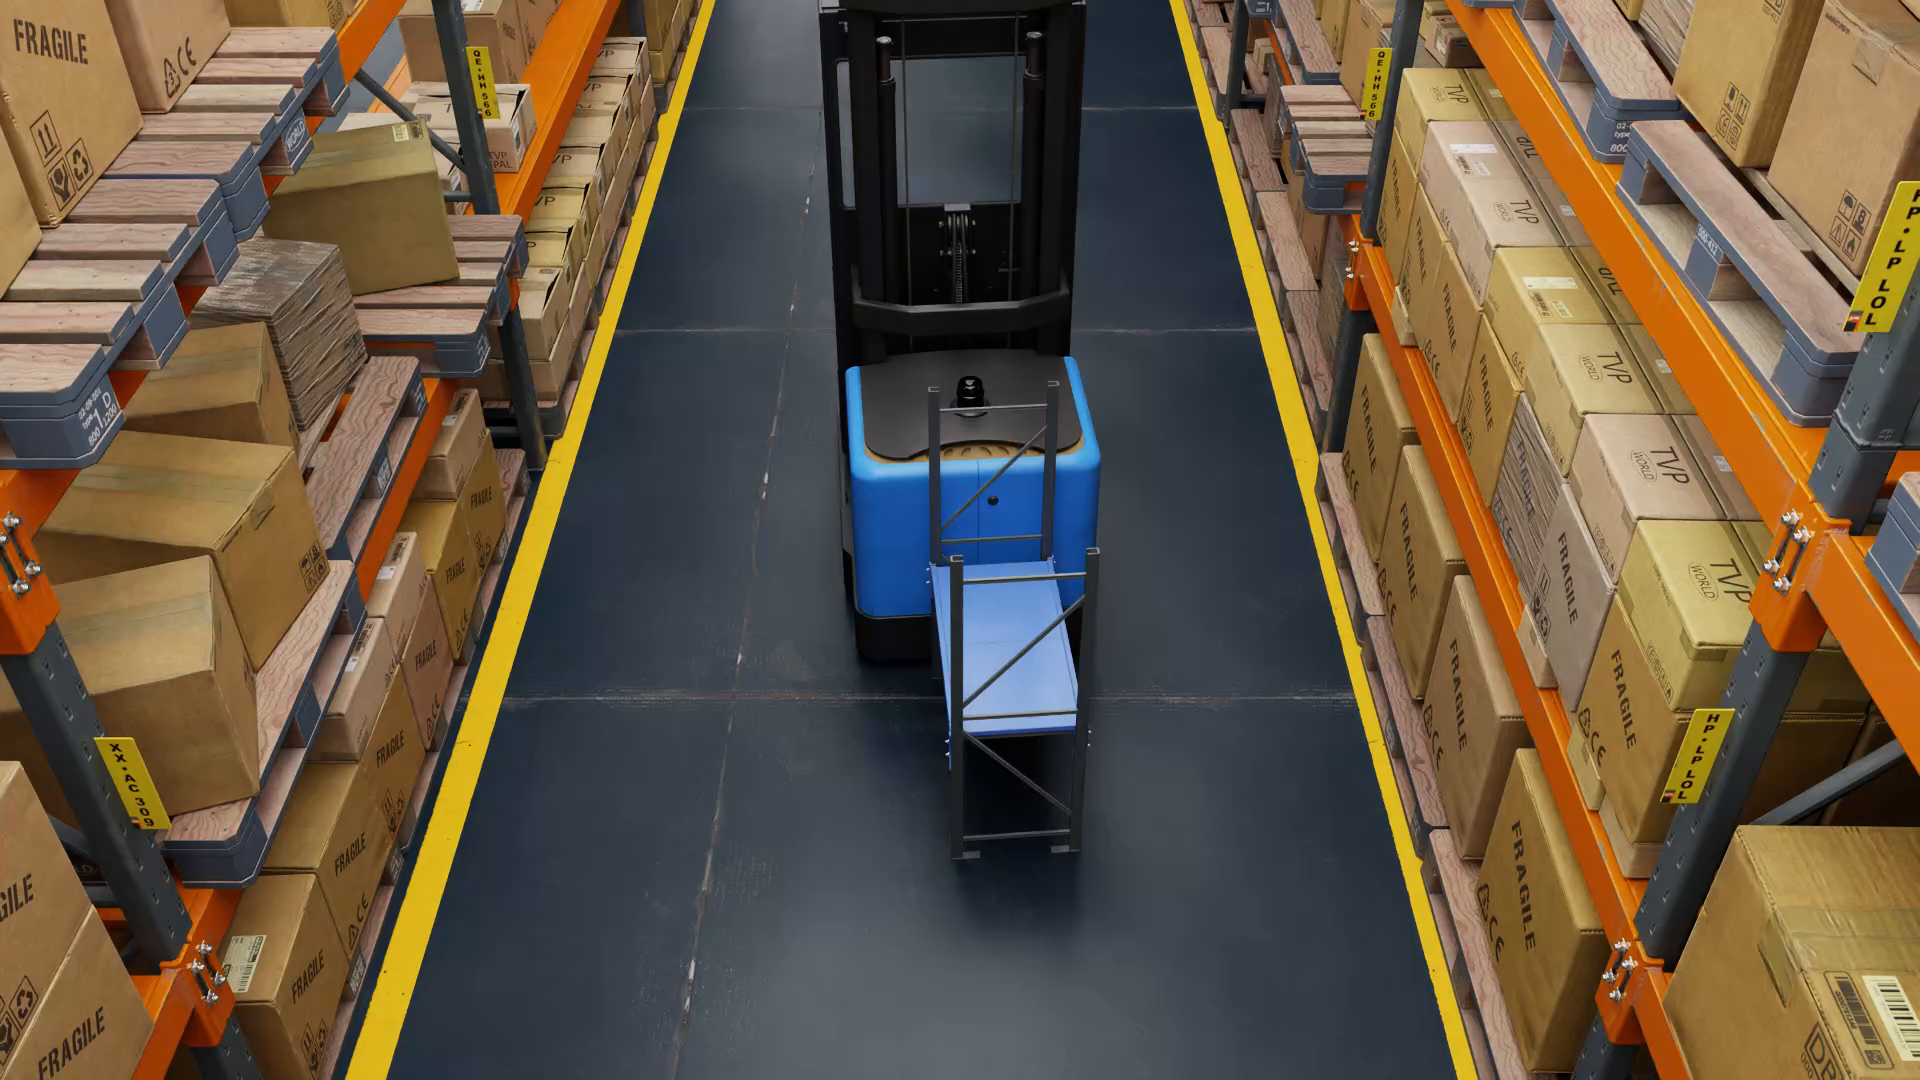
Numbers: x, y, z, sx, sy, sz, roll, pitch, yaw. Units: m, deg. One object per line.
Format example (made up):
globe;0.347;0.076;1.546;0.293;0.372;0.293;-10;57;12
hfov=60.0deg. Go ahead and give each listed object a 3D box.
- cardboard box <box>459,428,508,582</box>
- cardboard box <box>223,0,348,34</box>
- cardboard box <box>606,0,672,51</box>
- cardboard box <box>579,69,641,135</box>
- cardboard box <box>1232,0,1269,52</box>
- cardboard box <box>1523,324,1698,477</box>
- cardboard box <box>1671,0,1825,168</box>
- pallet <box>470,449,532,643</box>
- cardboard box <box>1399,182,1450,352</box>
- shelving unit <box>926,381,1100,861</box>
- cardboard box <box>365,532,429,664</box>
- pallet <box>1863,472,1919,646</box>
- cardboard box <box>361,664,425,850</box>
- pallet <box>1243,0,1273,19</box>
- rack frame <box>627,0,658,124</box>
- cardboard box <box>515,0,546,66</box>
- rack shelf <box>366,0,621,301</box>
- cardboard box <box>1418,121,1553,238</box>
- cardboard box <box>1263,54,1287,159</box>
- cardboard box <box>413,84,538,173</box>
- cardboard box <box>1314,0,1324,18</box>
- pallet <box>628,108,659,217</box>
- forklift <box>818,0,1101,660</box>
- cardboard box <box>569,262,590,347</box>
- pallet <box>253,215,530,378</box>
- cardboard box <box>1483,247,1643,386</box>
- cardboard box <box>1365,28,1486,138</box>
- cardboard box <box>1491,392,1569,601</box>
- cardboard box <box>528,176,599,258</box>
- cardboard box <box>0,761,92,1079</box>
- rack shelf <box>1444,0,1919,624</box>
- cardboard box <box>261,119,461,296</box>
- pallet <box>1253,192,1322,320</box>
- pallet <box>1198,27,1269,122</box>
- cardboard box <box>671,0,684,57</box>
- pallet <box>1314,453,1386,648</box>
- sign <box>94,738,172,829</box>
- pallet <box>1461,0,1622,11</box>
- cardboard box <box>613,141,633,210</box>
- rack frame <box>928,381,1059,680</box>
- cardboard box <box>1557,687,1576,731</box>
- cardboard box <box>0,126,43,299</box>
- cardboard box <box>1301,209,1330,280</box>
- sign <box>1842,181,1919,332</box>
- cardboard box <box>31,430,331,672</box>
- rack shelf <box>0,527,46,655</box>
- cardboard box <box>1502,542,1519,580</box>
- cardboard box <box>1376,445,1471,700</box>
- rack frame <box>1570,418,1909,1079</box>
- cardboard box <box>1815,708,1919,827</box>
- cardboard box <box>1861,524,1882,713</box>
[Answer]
cardboard box;-2.373;-0.161;7.445;0.500;0.500;0.500;1;39;2
cardboard box;-2.574;-1.842;5.417;0.910;0.500;0.500;0;39;0
cardboard box;-2.301;-3.724;11.508;0.500;0.500;0.500;0;39;0
cardboard box;-2.320;-2.782;10.483;0.500;0.311;0.500;1;39;1
cardboard box;2.299;-3.902;12.113;0.500;0.500;0.500;-3;39;-3
cardboard box;2.101;-0.440;5.212;0.500;0.250;0.500;1;39;1
cardboard box;2.393;-1.333;4.430;0.700;0.500;0.500;-1;39;-1
pallet;-2.646;0.006;7.819;1.003;0.211;1.213;0;39;0
cardboard box;2.080;-1.087;6.619;0.500;0.500;0.500;1;39;1
shelving unit;0.173;0.317;6.400;0.538;1.500;1.048;-3;39;-4
cardboard box;-2.364;0.222;6.368;0.500;0.250;0.500;-1;39;-1
pallet;2.340;0.322;2.867;1.003;0.211;1.213;0;39;0
cardboard box;-2.366;0.807;6.237;0.500;0.500;0.500;0;39;0
pallet;2.195;-3.504;10.122;1.003;0.211;1.213;0;39;0
rack frame;-2.614;-4.051;10.651;1.000;3.000;0.127;0;39;0
cardboard box;-2.628;-2.967;9.219;0.500;0.500;0.500;0;39;0
rack shelf;-2.611;-2.519;9.316;1.077;0.370;4.000;0;39;0
cardboard box;2.089;-1.390;6.399;0.500;0.250;0.500;-1;39;-1
cardboard box;2.357;-2.793;10.729;0.700;0.500;0.500;1;39;1
cardboard box;-2.416;-2.074;8.256;0.500;0.311;0.500;0;39;-1
cardboard box;2.332;-3.188;9.143;0.700;0.500;0.500;5;39;6
pallet;-2.574;-2.502;10.949;1.003;0.211;1.213;0;39;0
forklift;-0.053;-1.532;7.563;1.130;2.935;3.031;-3;39;-4
cardboard box;-2.318;-1.282;9.060;0.500;0.250;0.500;-1;39;-1
pallet;-2.538;-1.051;7.061;1.213;0.211;1.003;0;39;0
cardboard box;2.100;-0.759;5.610;0.500;0.250;0.500;-1;39;-1
cardboard box;2.334;-2.060;7.735;0.700;0.500;0.500;-4;39;-5
cardboard box;2.094;-0.138;5.436;0.500;0.500;0.500;0;39;0
cardboard box;-2.323;-1.834;9.300;0.500;0.311;0.500;-1;39;-1
cardboard box;-2.345;0.839;3.670;0.500;0.500;0.500;0;39;0
rack shelf;2.347;-1.194;5.264;1.077;0.370;4.000;0;39;0
cardboard box;-2.496;-1.358;6.876;0.700;0.500;0.500;-12;40;-15
pallet;2.347;-1.717;9.969;1.003;0.211;1.213;0;39;0
pallet;2.304;-3.388;12.055;1.003;0.211;1.213;0;39;0
cardboard box;-2.307;-3.744;12.132;0.500;0.250;0.500;0;39;0
pallet;2.270;0.026;7.794;1.003;0.211;1.213;0;39;0
sign;-2.062;0.609;4.144;0.100;0.325;0.005;0;39;0
pallet;2.398;-2.249;6.156;1.213;0.211;1.003;2;39;2
cardboard box;-2.324;-2.246;10.263;0.500;0.250;0.500;1;39;1
rack frame;0.128;0.000;6.796;0.500;1.500;0.032;-3;39;-4
cardboard box;2.087;0.506;5.151;0.380;0.149;0.250;1;39;1
cardboard box;-2.531;-0.775;3.670;0.600;0.600;0.600;-3;39;-4
cardboard box;2.378;-1.835;9.533;0.700;0.500;0.500;0;39;0
sign;1.807;-0.542;3.210;0.100;0.325;0.005;0;39;0
cardboard box;-2.446;0.023;5.153;0.700;0.500;0.500;6;39;7
rack shelf;-2.602;1.313;2.135;1.077;0.370;4.000;0;39;0
cardboard box;2.108;0.031;5.743;0.380;0.149;0.250;-1;39;-1
cardboard box;2.209;0.128;6.821;0.750;0.750;0.750;0;39;0
rack frame;2.349;0.946;4.416;1.000;3.000;0.127;0;39;0
cardboard box;2.601;0.495;4.645;0.500;0.500;0.500;-1;39;-2
cardboard box;2.609;0.203;4.410;0.500;0.250;0.500;1;39;1
